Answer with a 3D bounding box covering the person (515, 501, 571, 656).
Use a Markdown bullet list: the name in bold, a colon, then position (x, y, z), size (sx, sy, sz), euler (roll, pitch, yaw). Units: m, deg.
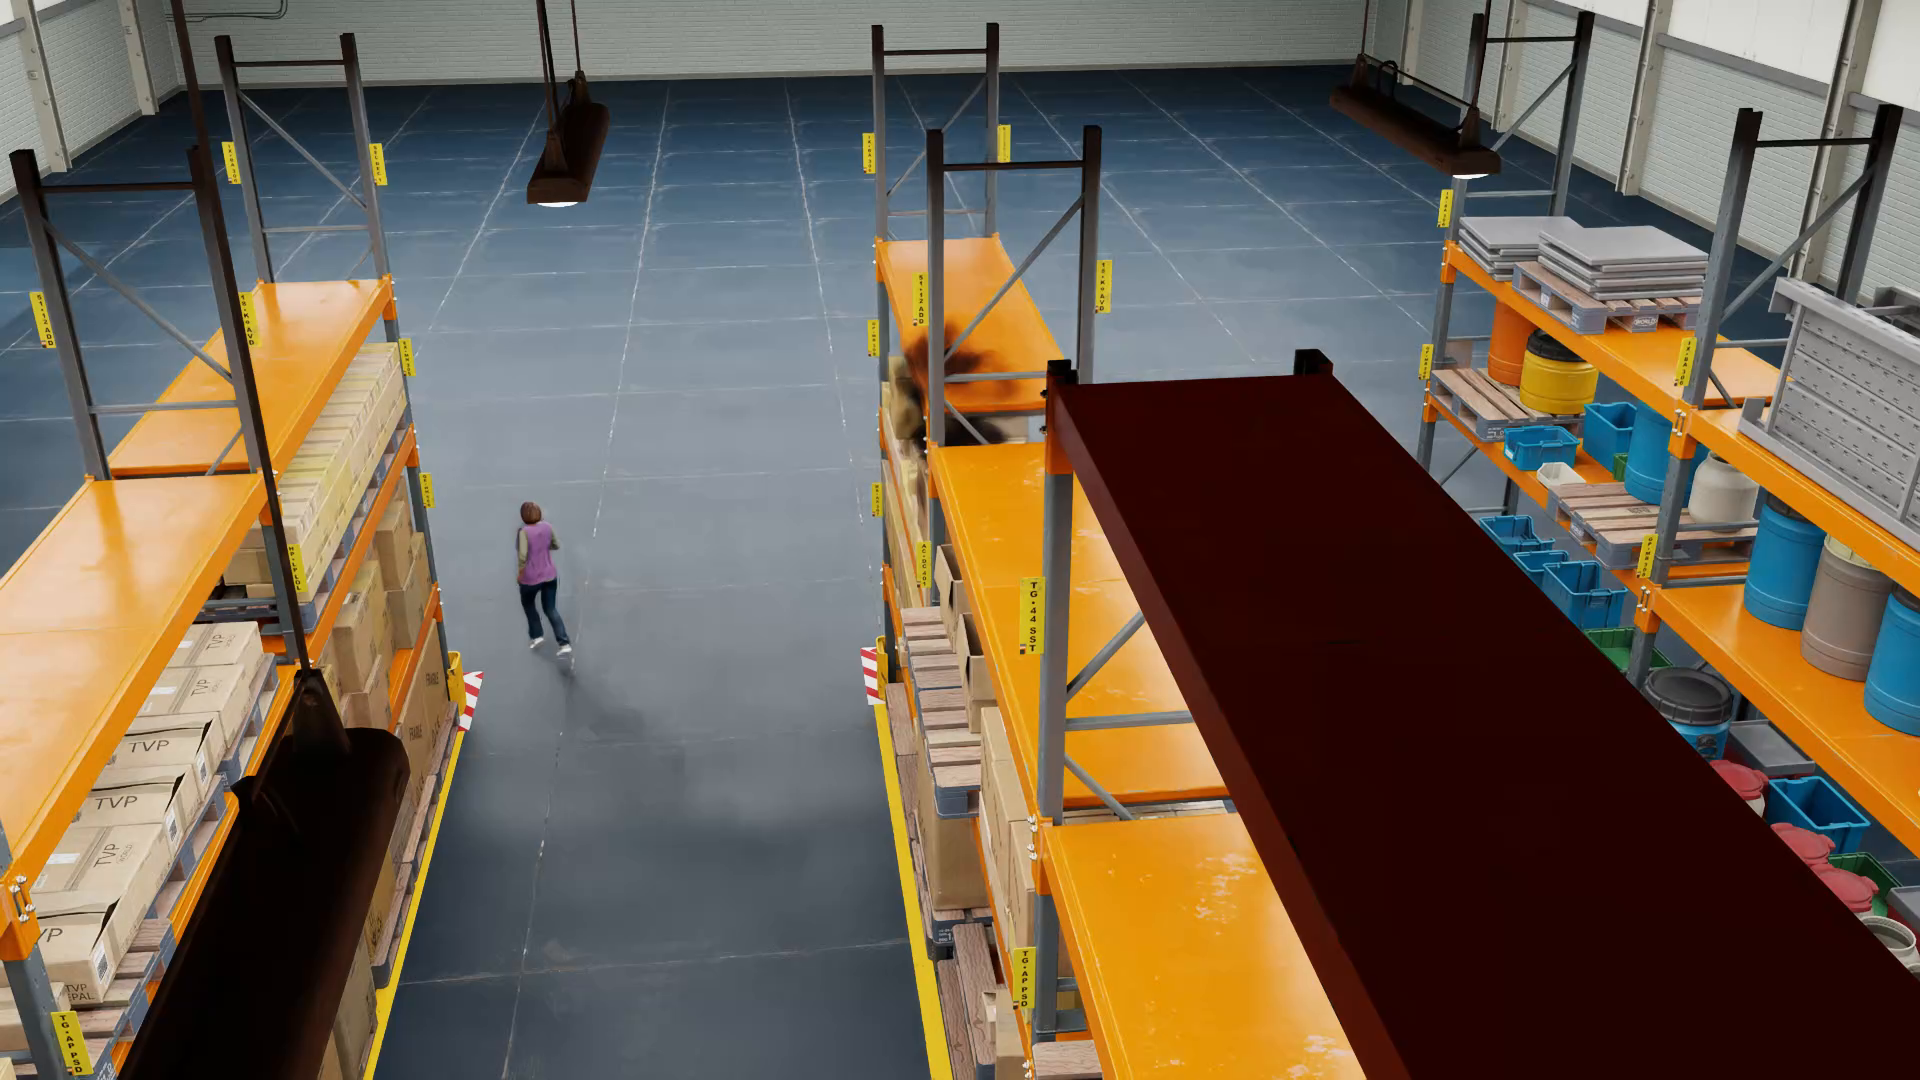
- **person**: position (-3.972, 0.422, 15.809), size (0.562, 1.655, 0.789), euler (-22, 33, -38)
